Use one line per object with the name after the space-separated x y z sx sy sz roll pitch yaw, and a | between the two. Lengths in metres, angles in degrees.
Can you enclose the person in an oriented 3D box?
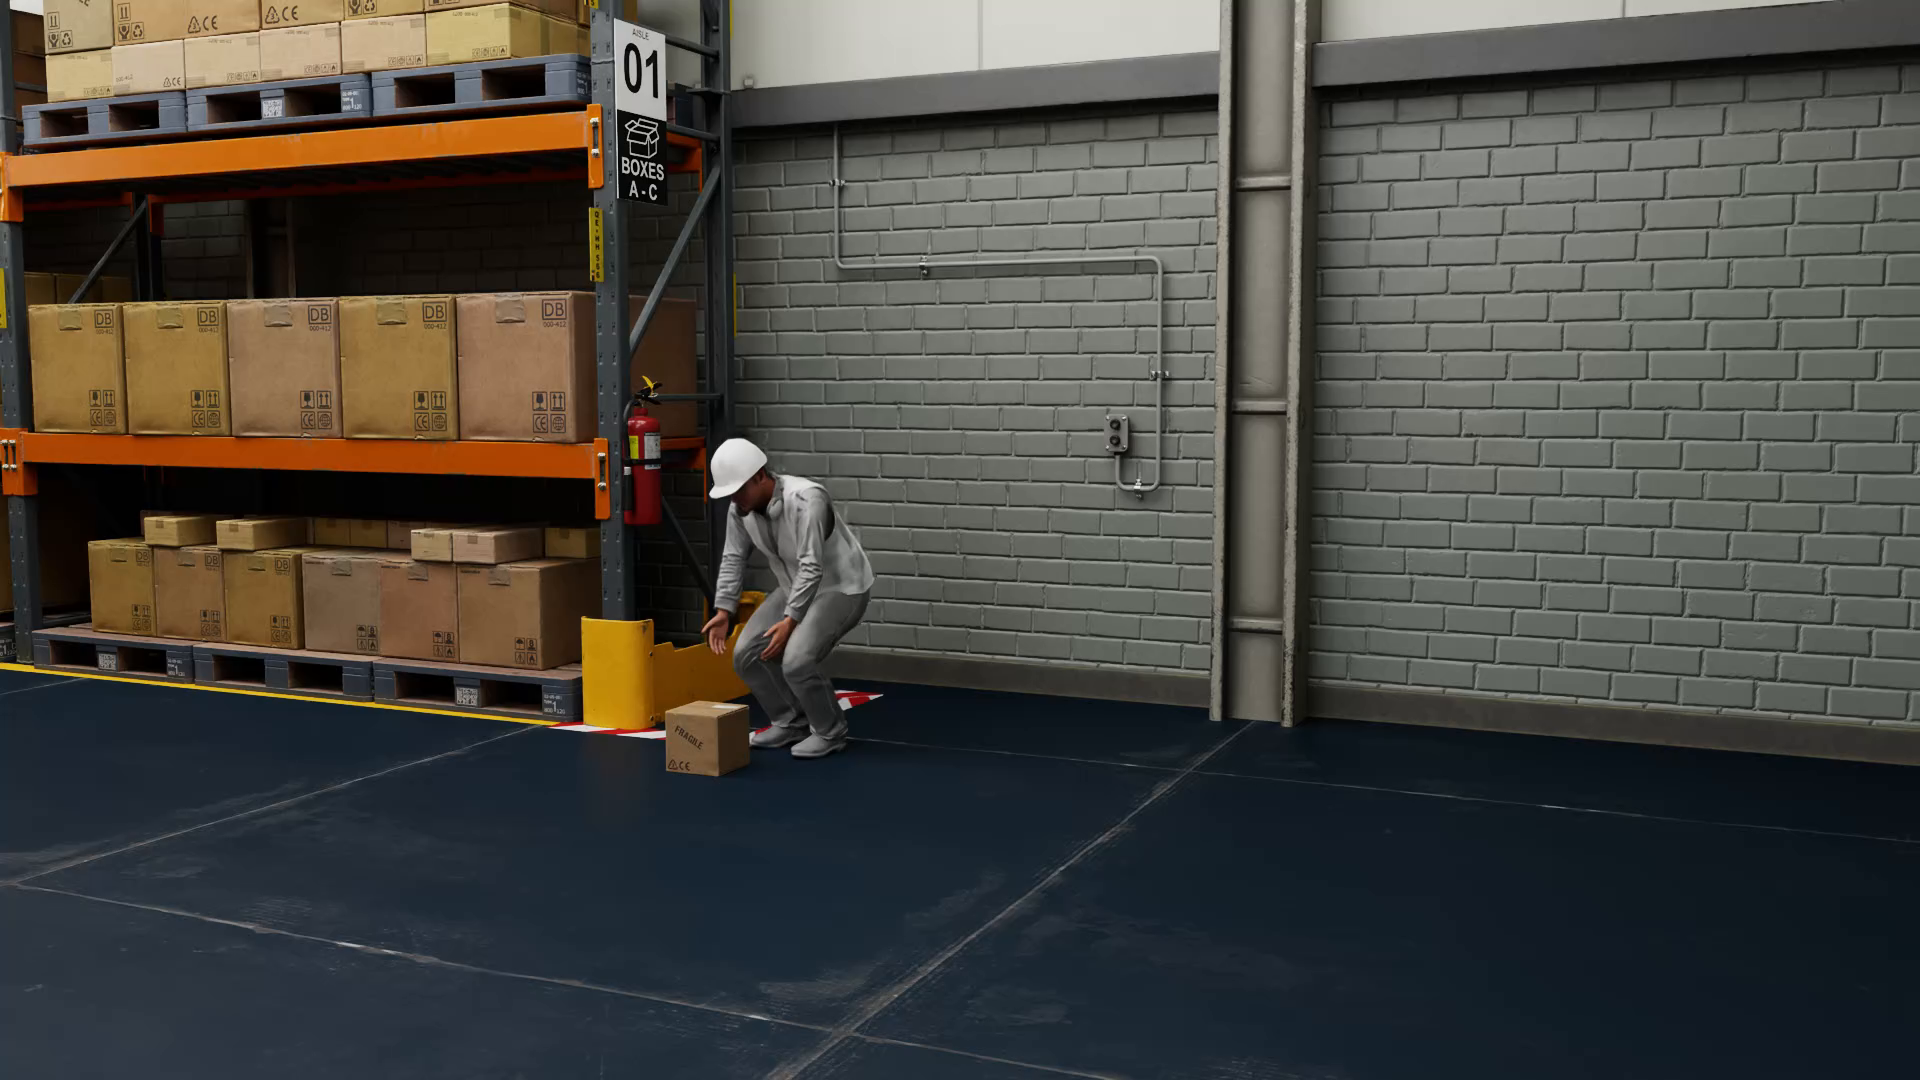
-0.720 0.241 7.071 0.589 1.360 0.799 5 8 44 | person
